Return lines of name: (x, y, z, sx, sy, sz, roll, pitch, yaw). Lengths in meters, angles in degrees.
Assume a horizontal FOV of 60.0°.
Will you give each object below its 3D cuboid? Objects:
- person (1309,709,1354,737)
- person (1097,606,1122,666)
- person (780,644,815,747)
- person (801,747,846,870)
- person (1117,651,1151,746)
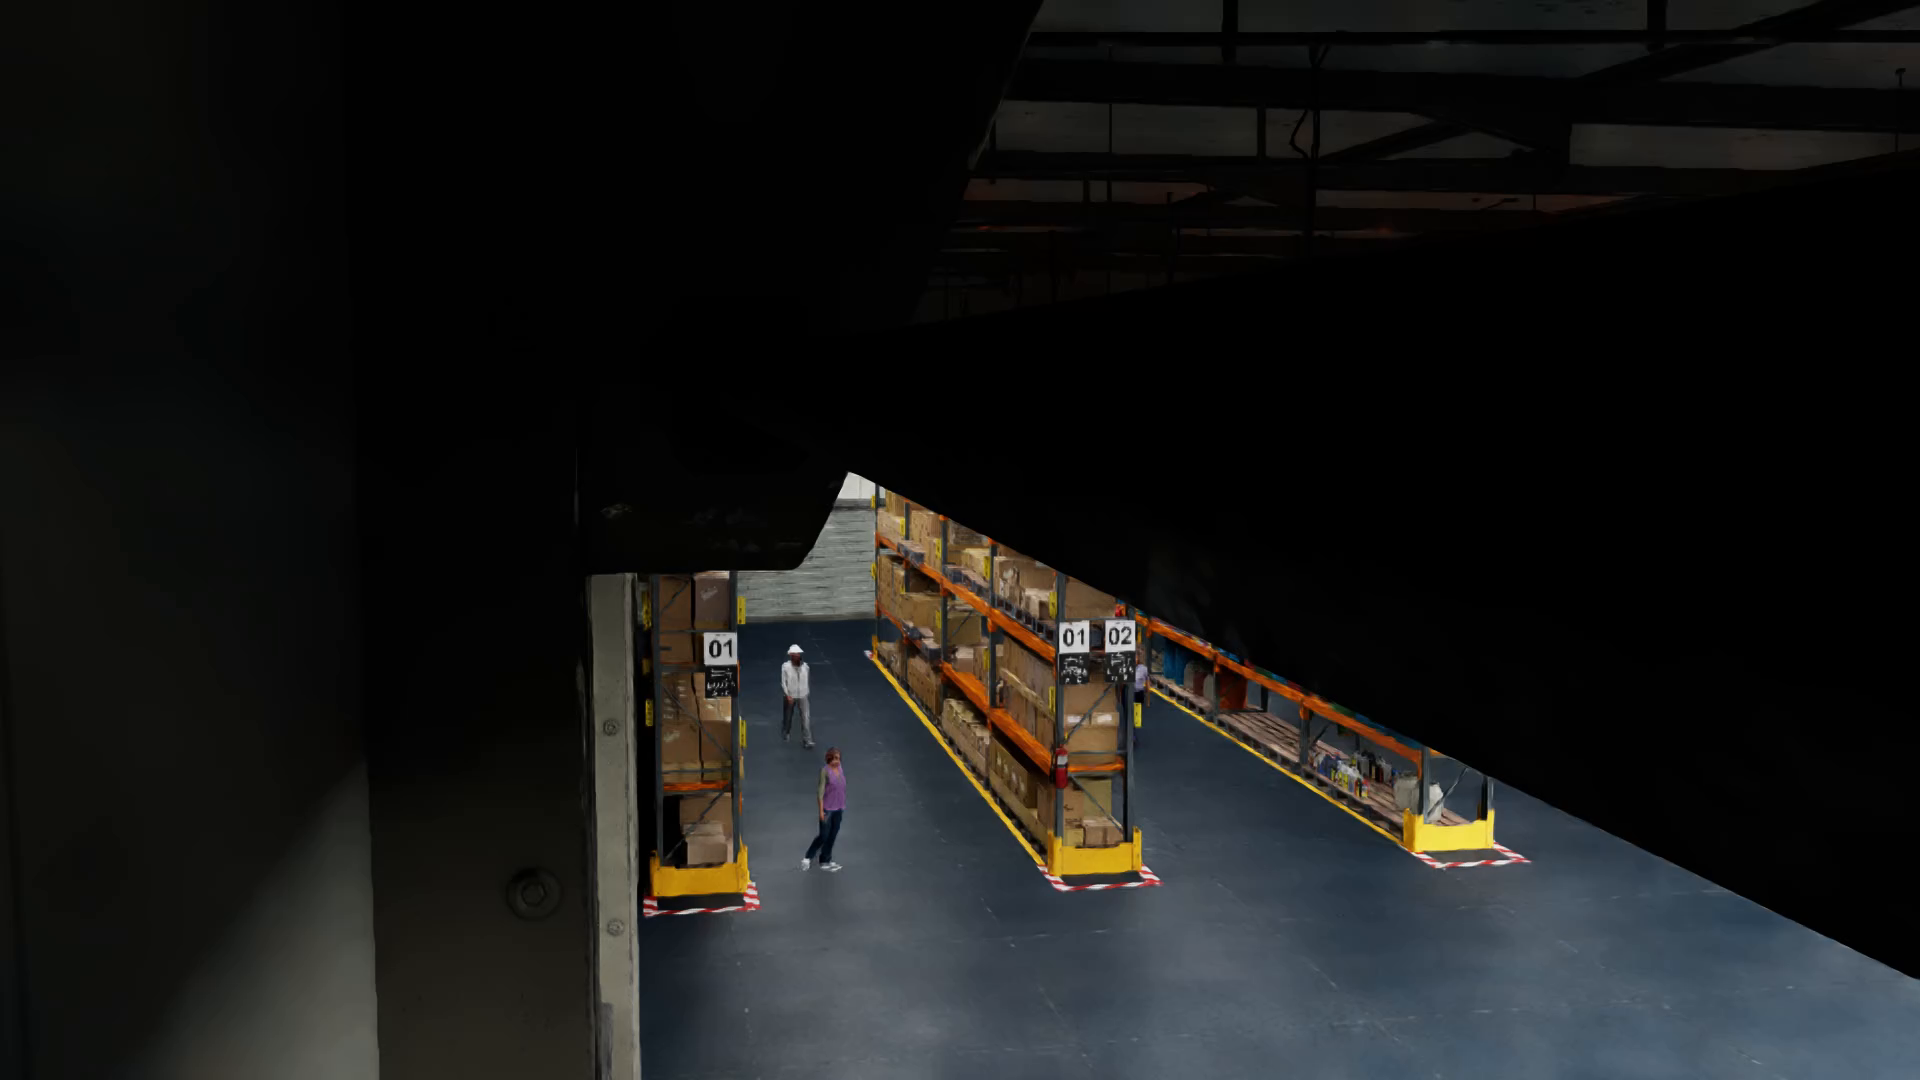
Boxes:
person: (6.289, 2.531, 28.607, 0.686, 1.716, 0.838, -3, 7, -27)
person: (3.106, 1.941, 34.728, 0.582, 1.663, 0.981, 1, 6, 10)
person: (-2.768, 2.602, 27.958, 0.538, 1.715, 1.029, -2, 6, -19)
person: (-1.719, 3.389, 20.941, 0.462, 1.586, 0.572, 4, 7, 37)
person: (2.966, 2.645, 28.185, 0.491, 1.590, 1.001, -1, 6, -12)
